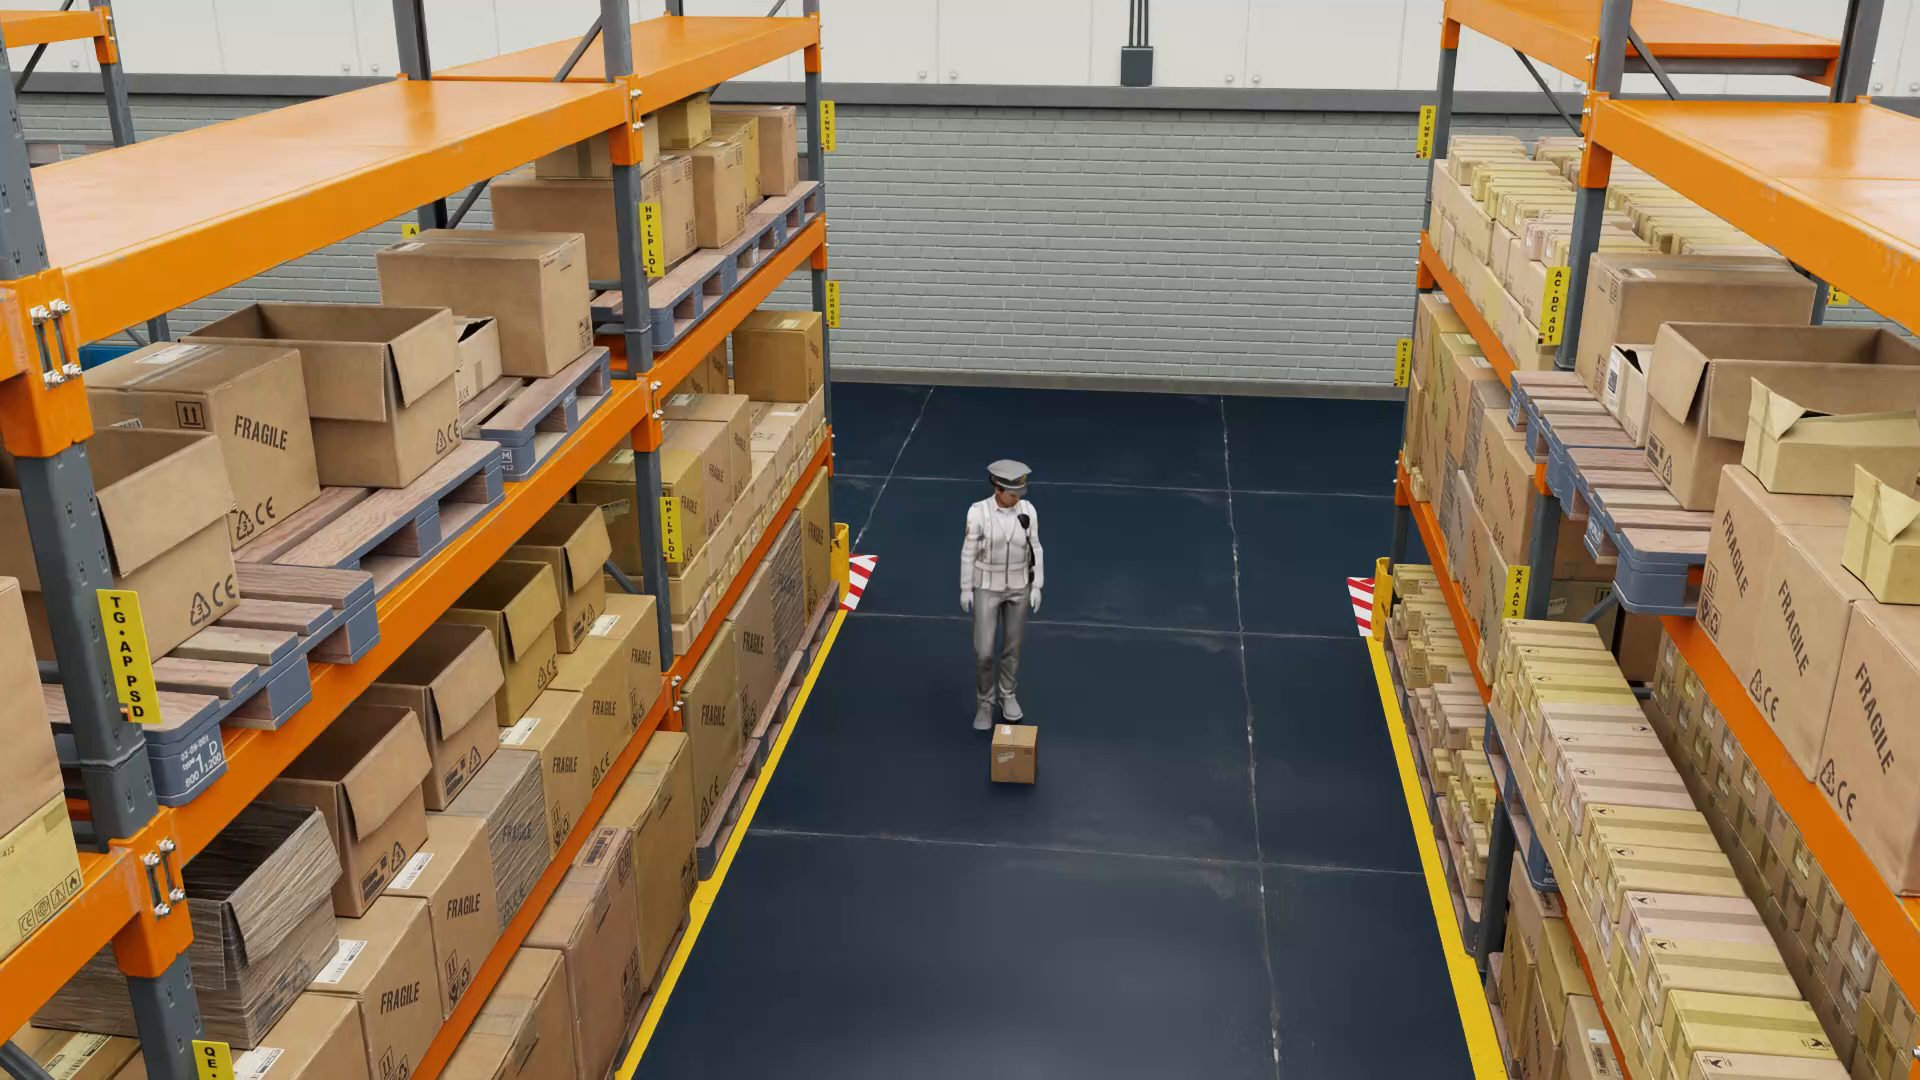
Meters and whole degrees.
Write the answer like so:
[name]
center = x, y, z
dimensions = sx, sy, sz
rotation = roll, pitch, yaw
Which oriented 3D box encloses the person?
[person]
center = 0.274, 0.361, 10.205
dimensions = 0.516, 1.748, 0.361
rotation = -5, 22, -13
